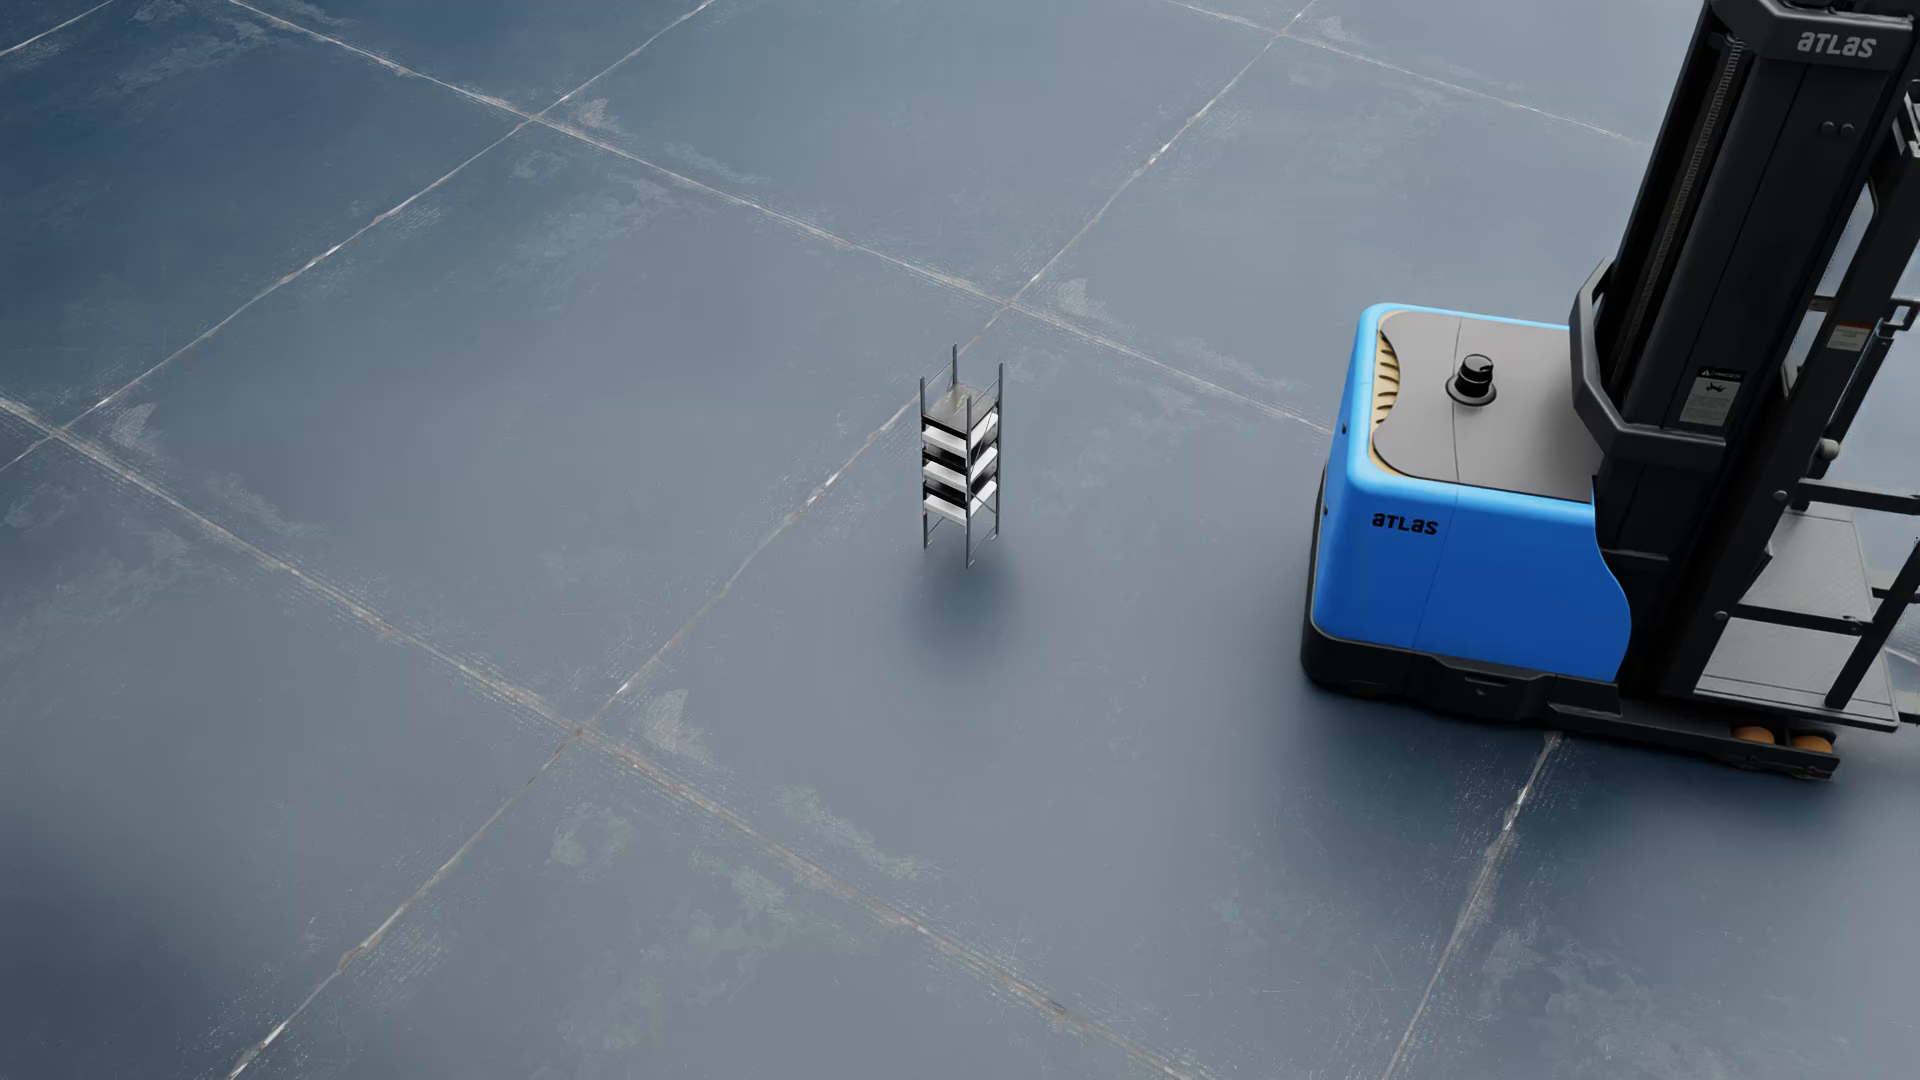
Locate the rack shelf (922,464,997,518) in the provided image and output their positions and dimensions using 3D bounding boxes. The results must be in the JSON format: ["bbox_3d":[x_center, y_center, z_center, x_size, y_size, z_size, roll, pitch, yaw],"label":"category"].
[{"bbox_3d":[0.007,-0.225,6.513,0.200,0.077,0.258,25,51,22],"label":"rack shelf"}]

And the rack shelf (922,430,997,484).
[{"bbox_3d":[0.007,-0.350,6.384,0.200,0.077,0.258,25,51,22],"label":"rack shelf"}]

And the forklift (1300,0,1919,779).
[{"bbox_3d":[2.843,-0.591,5.281,3.031,2.935,1.130,9,47,9],"label":"forklift"}]

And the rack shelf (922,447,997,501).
[{"bbox_3d":[0.007,-0.287,6.448,0.200,0.077,0.258,25,51,22],"label":"rack shelf"}]

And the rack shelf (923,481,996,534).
[{"bbox_3d":[0.007,-0.162,6.577,0.200,0.077,0.258,25,51,22],"label":"rack shelf"}]

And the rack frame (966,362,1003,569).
[{"bbox_3d":[0.092,-0.271,6.386,0.006,0.900,0.240,25,51,22],"label":"rack frame"}]

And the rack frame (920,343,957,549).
[{"bbox_3d":[-0.079,-0.350,6.462,0.006,0.900,0.240,25,51,22],"label":"rack frame"}]

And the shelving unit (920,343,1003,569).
[{"bbox_3d":[0.007,-0.310,6.424,0.210,0.900,0.258,25,51,22],"label":"shelving unit"}]

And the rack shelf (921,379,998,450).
[{"bbox_3d":[0.007,-0.475,6.254,0.200,0.077,0.258,25,51,22],"label":"rack shelf"}]

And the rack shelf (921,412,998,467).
[{"bbox_3d":[0.007,-0.413,6.319,0.200,0.077,0.258,25,51,22],"label":"rack shelf"}]
